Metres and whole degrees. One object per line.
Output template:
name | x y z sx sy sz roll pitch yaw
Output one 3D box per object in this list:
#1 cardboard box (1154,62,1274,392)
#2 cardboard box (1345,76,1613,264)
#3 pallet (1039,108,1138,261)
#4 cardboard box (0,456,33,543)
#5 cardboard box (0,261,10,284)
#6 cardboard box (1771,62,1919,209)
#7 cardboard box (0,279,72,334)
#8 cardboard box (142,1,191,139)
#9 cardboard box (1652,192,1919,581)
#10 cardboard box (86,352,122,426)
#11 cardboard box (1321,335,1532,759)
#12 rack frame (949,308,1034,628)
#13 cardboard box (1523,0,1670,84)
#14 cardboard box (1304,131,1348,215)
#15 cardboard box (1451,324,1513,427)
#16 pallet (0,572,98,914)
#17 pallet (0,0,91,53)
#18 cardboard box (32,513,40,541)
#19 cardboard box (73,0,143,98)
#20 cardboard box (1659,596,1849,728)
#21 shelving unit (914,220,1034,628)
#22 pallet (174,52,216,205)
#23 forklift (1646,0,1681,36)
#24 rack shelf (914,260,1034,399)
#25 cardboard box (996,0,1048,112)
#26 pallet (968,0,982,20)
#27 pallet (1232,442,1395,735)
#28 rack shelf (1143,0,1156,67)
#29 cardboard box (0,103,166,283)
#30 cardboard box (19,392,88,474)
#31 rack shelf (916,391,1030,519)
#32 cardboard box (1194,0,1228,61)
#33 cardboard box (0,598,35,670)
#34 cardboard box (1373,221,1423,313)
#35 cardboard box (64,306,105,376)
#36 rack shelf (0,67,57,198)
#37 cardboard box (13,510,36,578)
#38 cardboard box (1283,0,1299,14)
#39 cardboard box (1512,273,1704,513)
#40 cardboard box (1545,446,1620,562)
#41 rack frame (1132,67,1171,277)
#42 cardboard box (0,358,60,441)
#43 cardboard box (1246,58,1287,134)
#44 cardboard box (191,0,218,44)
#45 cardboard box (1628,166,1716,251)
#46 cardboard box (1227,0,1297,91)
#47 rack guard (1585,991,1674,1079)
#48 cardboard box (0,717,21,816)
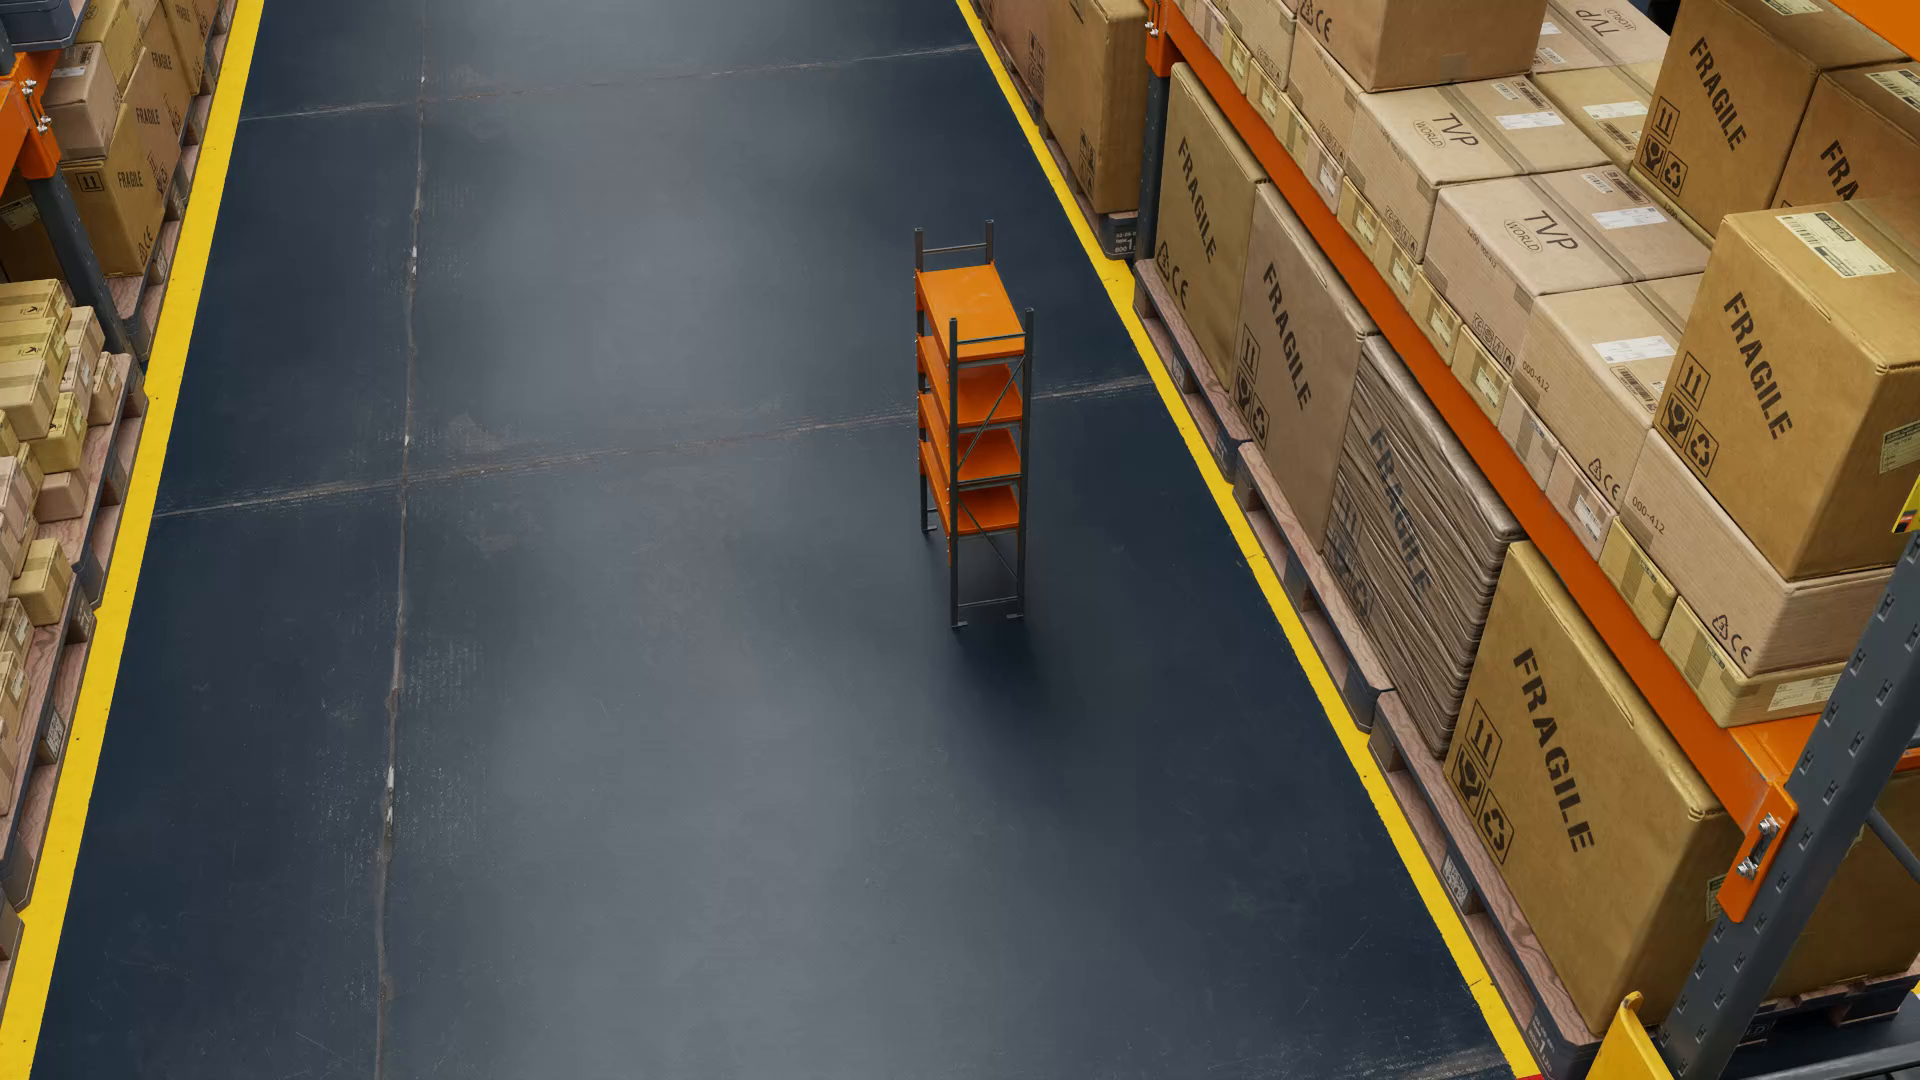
cardboard box | 1.294 -1.203 6.129 0.875 0.875 0.875 -8 42 -9
cardboard box | 1.394 -1.014 4.521 0.500 0.250 0.500 -8 42 -9
pallet | 0.989 -1.726 7.535 1.003 0.211 1.213 -8 42 -9
cardboard box | -3.021 -0.092 4.977 0.380 0.149 0.250 -10 43 -11
cardboard box | -4.041 -1.300 6.522 0.500 0.500 0.500 -9 42 -10
cardboard box | 2.145 -0.696 3.599 0.500 0.500 0.500 -9 42 -10
cardboard box | -3.304 -0.754 5.723 0.380 0.149 0.250 -7 42 -8
cardboard box | -3.778 -2.054 7.371 0.500 0.500 0.500 -8 42 -9
cardboard box | 1.731 -0.300 3.153 0.500 0.500 0.500 -8 42 -9
cardboard box | -3.218 -0.520 5.907 0.380 0.149 0.250 -8 42 -9
cardboard box | 1.680 -0.042 4.822 0.875 0.875 0.875 -8 42 -9
rack frame | 0.088 -0.183 5.053 0.240 1.200 0.015 -8 42 -9
cardboard box | 1.805 -1.420 4.979 0.500 0.250 0.500 -8 42 -8
cardboard box | 1.249 -1.106 4.926 0.380 0.149 0.250 -8 42 -9
cardboard box | 1.473 -0.438 4.173 0.380 0.149 0.250 -9 42 -10
pallet | -3.189 0.631 4.880 1.003 0.211 1.213 -8 42 -9
pallet | -3.658 -2.079 5.977 1.003 0.211 1.213 -8 42 -9
cardboard box | -3.185 0.011 5.309 0.380 0.149 0.250 -9 42 -10
cardboard box | -3.654 -1.999 6.744 0.500 0.250 0.500 -7 42 -8
cardboard box | 1.694 0.224 3.428 0.380 0.149 0.250 -8 42 -8
shelving unit | 0.036 -0.341 5.231 0.258 1.200 0.503 -8 42 -9
pallet | -4.072 -1.888 7.718 1.003 0.211 1.213 -8 42 -9
forklift | 2.753 -2.065 5.868 1.130 2.935 3.031 -14 43 -15
rack shelf | 0.036 -0.635 4.970 0.258 0.148 0.480 -8 42 -9
cardboard box | 0.878 -2.633 7.741 1.225 0.875 0.875 -10 43 -11
pallet | 0.463 -3.308 9.317 1.003 0.211 1.213 -8 42 -9
pallet | 1.584 0.060 5.523 1.003 0.211 1.213 -8 42 -9
rack shelf | 0.798 -3.307 7.758 1.077 0.370 4.000 -8 42 -9
cardboard box | -3.536 -1.373 6.604 0.500 0.500 0.500 -7 42 -8
cardboard box | -3.111 -0.333 5.473 0.380 0.149 0.250 -10 43 -11
rack shelf | 0.036 -0.291 5.275 0.258 0.148 0.480 -8 42 -9
cardboard box | 1.025 -1.776 5.680 0.380 0.149 0.250 -10 43 -11
cardboard box | -3.004 0.330 4.950 0.380 0.149 0.250 -8 42 -8
cardboard box | 1.365 -0.767 4.544 0.380 0.149 0.250 -8 42 -8
cardboard box | -3.257 -0.678 5.861 0.380 0.149 0.250 -8 42 -8
rack shelf | -3.204 -0.069 4.110 1.077 0.370 4.000 -8 42 -9
cardboard box | -3.079 0.006 5.091 0.380 0.149 0.250 -7 42 -8
cardboard box | 1.182 -1.948 5.009 0.500 0.500 0.500 -8 42 -9
cardboard box | 1.620 -0.347 3.770 0.500 0.250 0.500 -9 42 -10
cardboard box | 1.583 -0.108 3.802 0.380 0.149 0.250 -8 42 -9
rack frame | 1.229 -2.279 6.058 1.000 3.000 0.127 -8 42 -9
cardboard box | -3.150 -0.434 5.362 0.380 0.149 0.250 -9 42 -10
cardboard box | 1.141 -1.435 5.296 0.380 0.149 0.250 -9 42 -10
cardboard box | -3.993 -2.723 8.125 0.500 0.500 0.500 -7 42 -8
cardboard box | 2.029 -0.754 4.229 0.500 0.250 0.500 -10 43 -11
cardboard box | 1.178 -1.669 5.260 0.500 0.250 0.500 -9 42 -9
rack guard | 2.098 1.264 3.950 1.175 0.500 0.348 -8 42 -9
cardboard box | -2.834 0.657 4.581 0.380 0.149 0.250 -10 43 -11
